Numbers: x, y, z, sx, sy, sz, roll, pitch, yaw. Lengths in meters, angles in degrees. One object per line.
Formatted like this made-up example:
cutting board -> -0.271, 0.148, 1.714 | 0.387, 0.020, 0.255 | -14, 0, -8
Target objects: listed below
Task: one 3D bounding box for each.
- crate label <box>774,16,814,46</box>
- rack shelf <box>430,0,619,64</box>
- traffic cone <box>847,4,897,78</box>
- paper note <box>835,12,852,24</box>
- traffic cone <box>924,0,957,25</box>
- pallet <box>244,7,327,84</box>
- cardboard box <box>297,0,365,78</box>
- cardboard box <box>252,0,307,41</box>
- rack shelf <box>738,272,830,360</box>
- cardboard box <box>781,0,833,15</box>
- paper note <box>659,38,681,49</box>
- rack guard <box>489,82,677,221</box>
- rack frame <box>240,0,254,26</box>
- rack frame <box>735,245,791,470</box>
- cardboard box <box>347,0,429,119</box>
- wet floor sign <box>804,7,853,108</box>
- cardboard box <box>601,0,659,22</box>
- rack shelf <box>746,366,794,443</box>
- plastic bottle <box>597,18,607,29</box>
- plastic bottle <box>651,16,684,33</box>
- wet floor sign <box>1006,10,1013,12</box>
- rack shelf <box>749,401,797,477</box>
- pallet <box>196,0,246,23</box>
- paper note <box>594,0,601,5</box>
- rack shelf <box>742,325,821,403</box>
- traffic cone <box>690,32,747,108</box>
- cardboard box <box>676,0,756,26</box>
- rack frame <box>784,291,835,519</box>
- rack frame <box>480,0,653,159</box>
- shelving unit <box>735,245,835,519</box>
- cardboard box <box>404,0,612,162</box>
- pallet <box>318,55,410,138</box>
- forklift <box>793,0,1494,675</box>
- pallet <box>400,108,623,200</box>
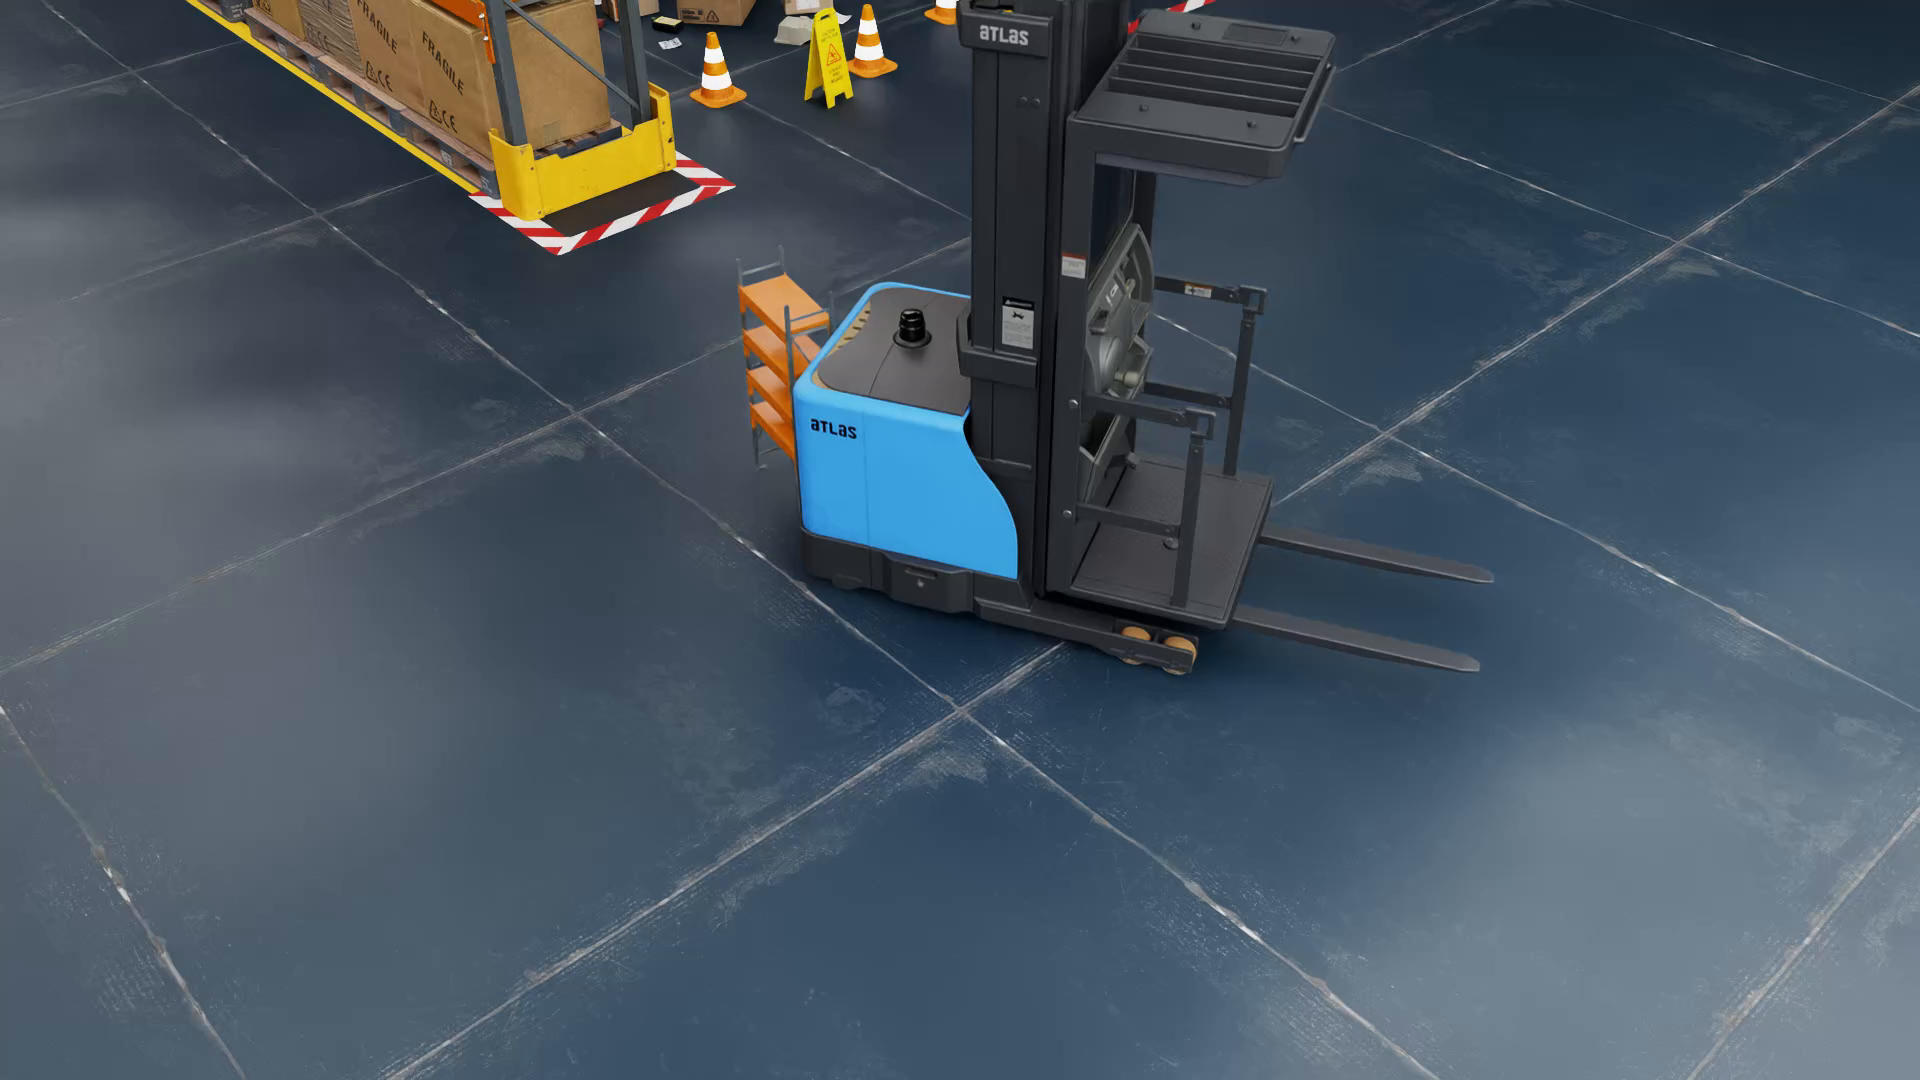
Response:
crate label -> -1.242, -3.885, 12.660 | 0.298, 0.136, 0.250 | 11, 40, 13
rack shelf -> -3.766, -4.135, 11.263 | 1.077, 0.370, 4.000 | -30, 48, -32
traffic cone -> -0.664, -3.675, 12.139 | 0.336, 0.463, 0.334 | -30, 48, -32
paper note -> -0.941, -4.076, 12.981 | 0.142, 0.019, 0.148 | 18, 42, 21
traffic cone -> -0.077, -4.304, 12.918 | 0.336, 0.463, 0.334 | -30, 48, -32
pallet -> -4.662, -3.871, 12.582 | 1.003, 0.211, 1.213 | -30, 48, -32
cardboard box -> -4.133, -3.941, 11.807 | 0.875, 0.875, 0.875 | -30, 47, -31
cardboard box -> -4.745, -4.357, 12.322 | 0.875, 0.875, 0.875 | -29, 47, -31
rack shelf -> -0.800, -1.038, 7.662 | 0.258, 0.148, 0.480 | -21, 44, -24
cardboard box -> -1.210, -4.279, 13.137 | 0.380, 0.149, 0.250 | -8, 40, -10
paper note -> -2.195, -3.762, 12.592 | 0.144, 0.017, 0.142 | -15, 41, -17
rack guard -> -2.397, -2.506, 10.663 | 1.175, 0.500, 0.348 | -30, 48, -32
rack frame -> -5.119, -5.341, 12.183 | 1.000, 3.000, 0.127 | -30, 48, -32
rack frame -> -0.929, -0.862, 8.070 | 0.240, 1.200, 0.015 | -21, 44, -24
cardboard box -> -3.518, -3.518, 11.284 | 0.875, 0.875, 0.875 | -31, 48, -32
wet floor sign -> -0.936, -3.402, 11.656 | 0.232, 0.644, 0.267 | 26, 45, 28
cardboard box -> -2.600, -4.264, 13.026 | 0.396, 0.266, 0.258 | -22, 44, -25
rack shelf -> -0.800, -0.680, 7.951 | 0.258, 0.148, 0.480 | -21, 44, -24
plastic bottle -> -2.853, -3.969, 12.823 | 0.133, 0.061, 0.283 | 18, 42, 21
plastic bottle -> -2.283, -3.986, 12.845 | 0.283, 0.061, 0.133 | 18, 42, 21
wet floor sign -> 0.505, -4.181, 12.621 | 0.267, 0.644, 0.232 | -15, 41, -17
rack shelf -> -0.800, -0.525, 8.076 | 0.258, 0.148, 0.480 | -21, 44, -24
pallet -> -5.696, -4.581, 13.462 | 1.003, 0.211, 1.213 | -30, 48, -32
paper note -> -2.853, -4.332, 13.303 | 0.172, 0.023, 0.155 | -15, 41, -17
rack shelf -> -0.800, -0.854, 7.811 | 0.258, 0.148, 0.480 | -21, 44, -24
traffic cone -> -1.727, -3.352, 11.740 | 0.336, 0.463, 0.334 | -30, 48, -32
cardboard box -> -1.889, -4.406, 13.012 | 0.637, 0.503, 0.797 | 5, 39, 6
rack frame -> -0.672, -0.602, 7.748 | 0.240, 1.200, 0.015 | -21, 44, -24
rack frame -> -2.414, -3.489, 9.891 | 1.000, 3.000, 0.127 | -30, 48, -32
shelving unit -> -0.800, -0.732, 7.909 | 0.258, 1.200, 0.503 | -21, 44, -24
cardboard box -> -2.921, -3.112, 10.780 | 0.875, 0.875, 0.875 | -30, 47, -32
pallet -> -3.833, -3.306, 11.883 | 1.003, 0.211, 1.213 | -30, 48, -32
forklift -> 0.844, -0.933, 6.781 | 3.031, 2.935, 1.130 | 13, 41, 15
pallet -> -3.012, -2.741, 11.184 | 1.003, 0.211, 1.213 | -30, 48, -32
